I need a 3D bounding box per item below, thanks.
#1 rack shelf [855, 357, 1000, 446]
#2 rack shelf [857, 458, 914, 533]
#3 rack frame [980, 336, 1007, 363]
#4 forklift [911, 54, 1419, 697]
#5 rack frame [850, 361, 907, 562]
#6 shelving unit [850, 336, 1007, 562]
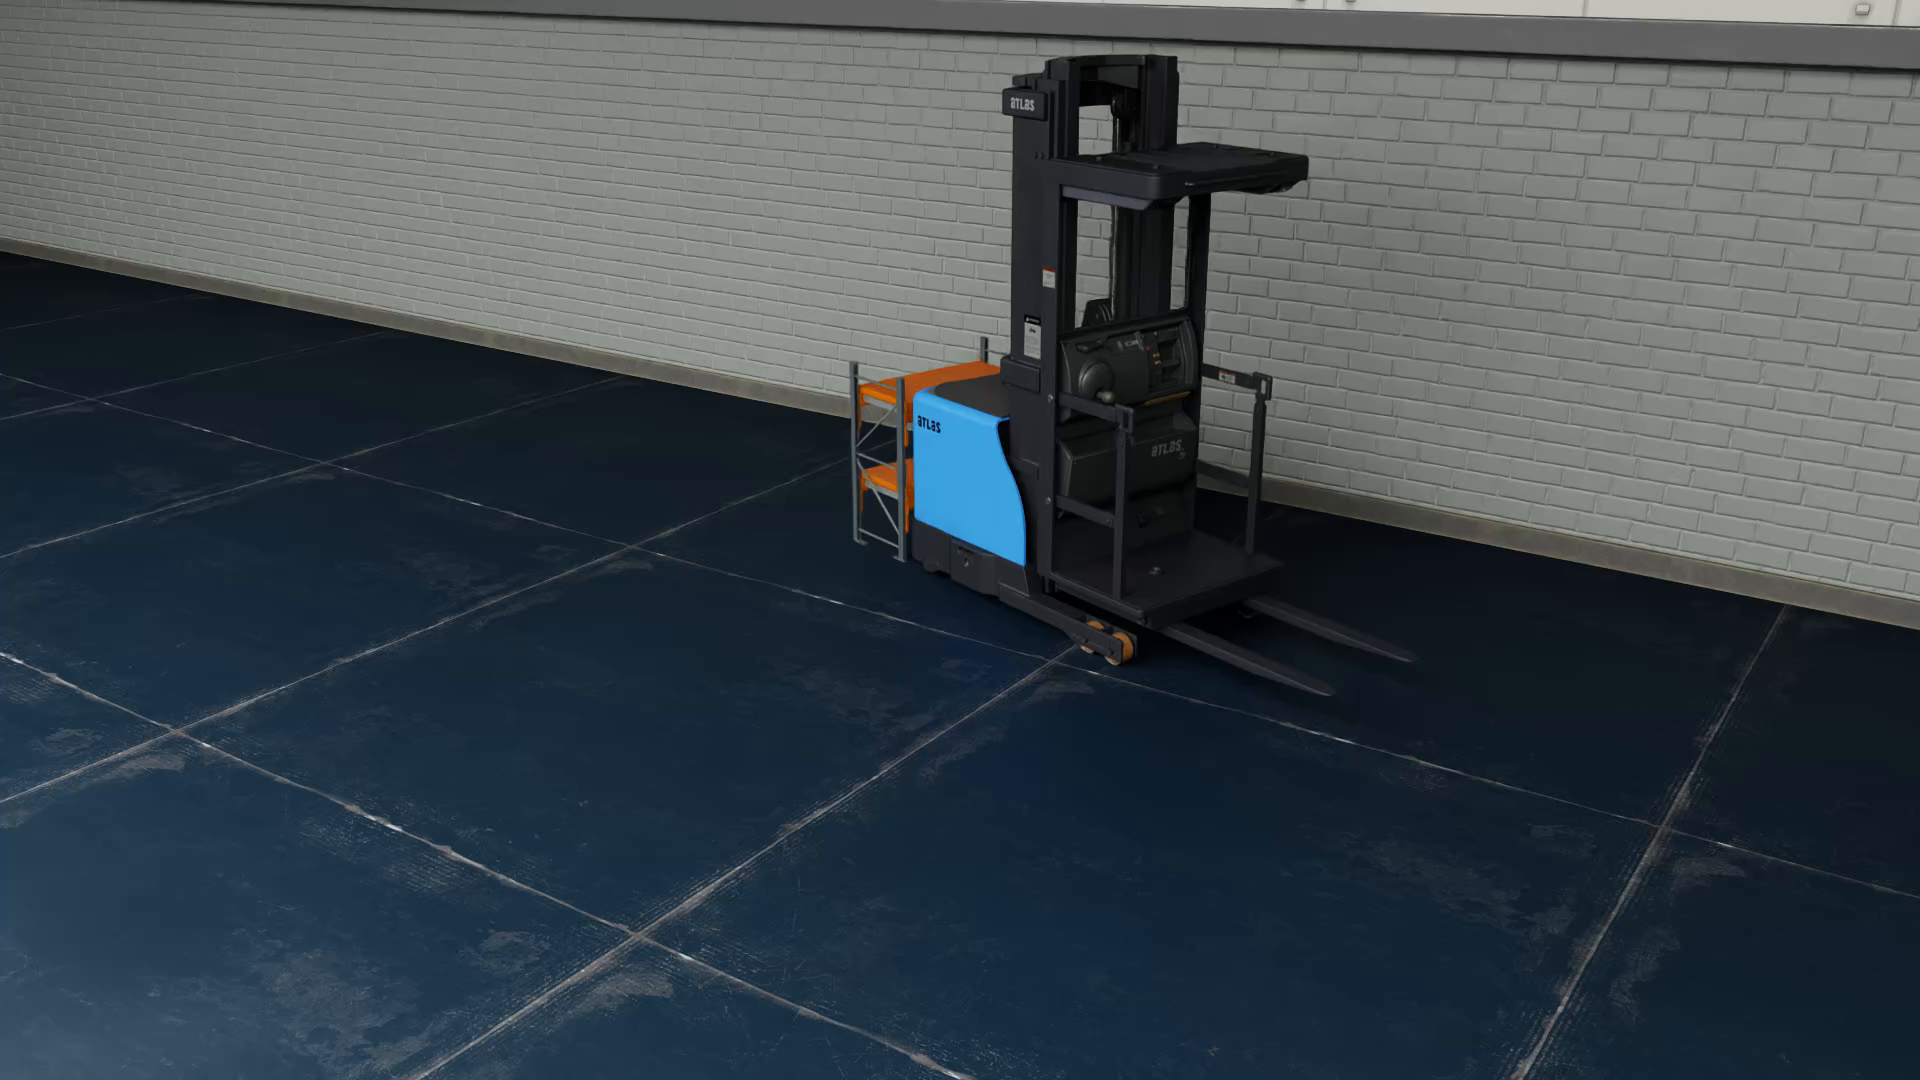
[{"bbox_3d":[-0.093,-0.851,10.102,1.000,0.278,0.538,-16,26,-37],"label":"rack shelf"},{"bbox_3d":[-0.093,-0.348,10.288,1.000,0.278,0.538,-16,26,-37],"label":"rack shelf"},{"bbox_3d":[0.299,-0.689,10.506,0.032,1.125,0.500,-16,26,-37],"label":"rack frame"},{"bbox_3d":[1.026,-0.928,8.548,1.130,2.935,3.031,-15,25,-36],"label":"forklift"},{"bbox_3d":[-0.486,-0.465,9.900,0.032,1.125,0.500,-16,26,-37],"label":"rack frame"},{"bbox_3d":[-0.093,-0.577,10.203,1.048,1.125,0.538,-16,26,-37],"label":"shelving unit"}]
